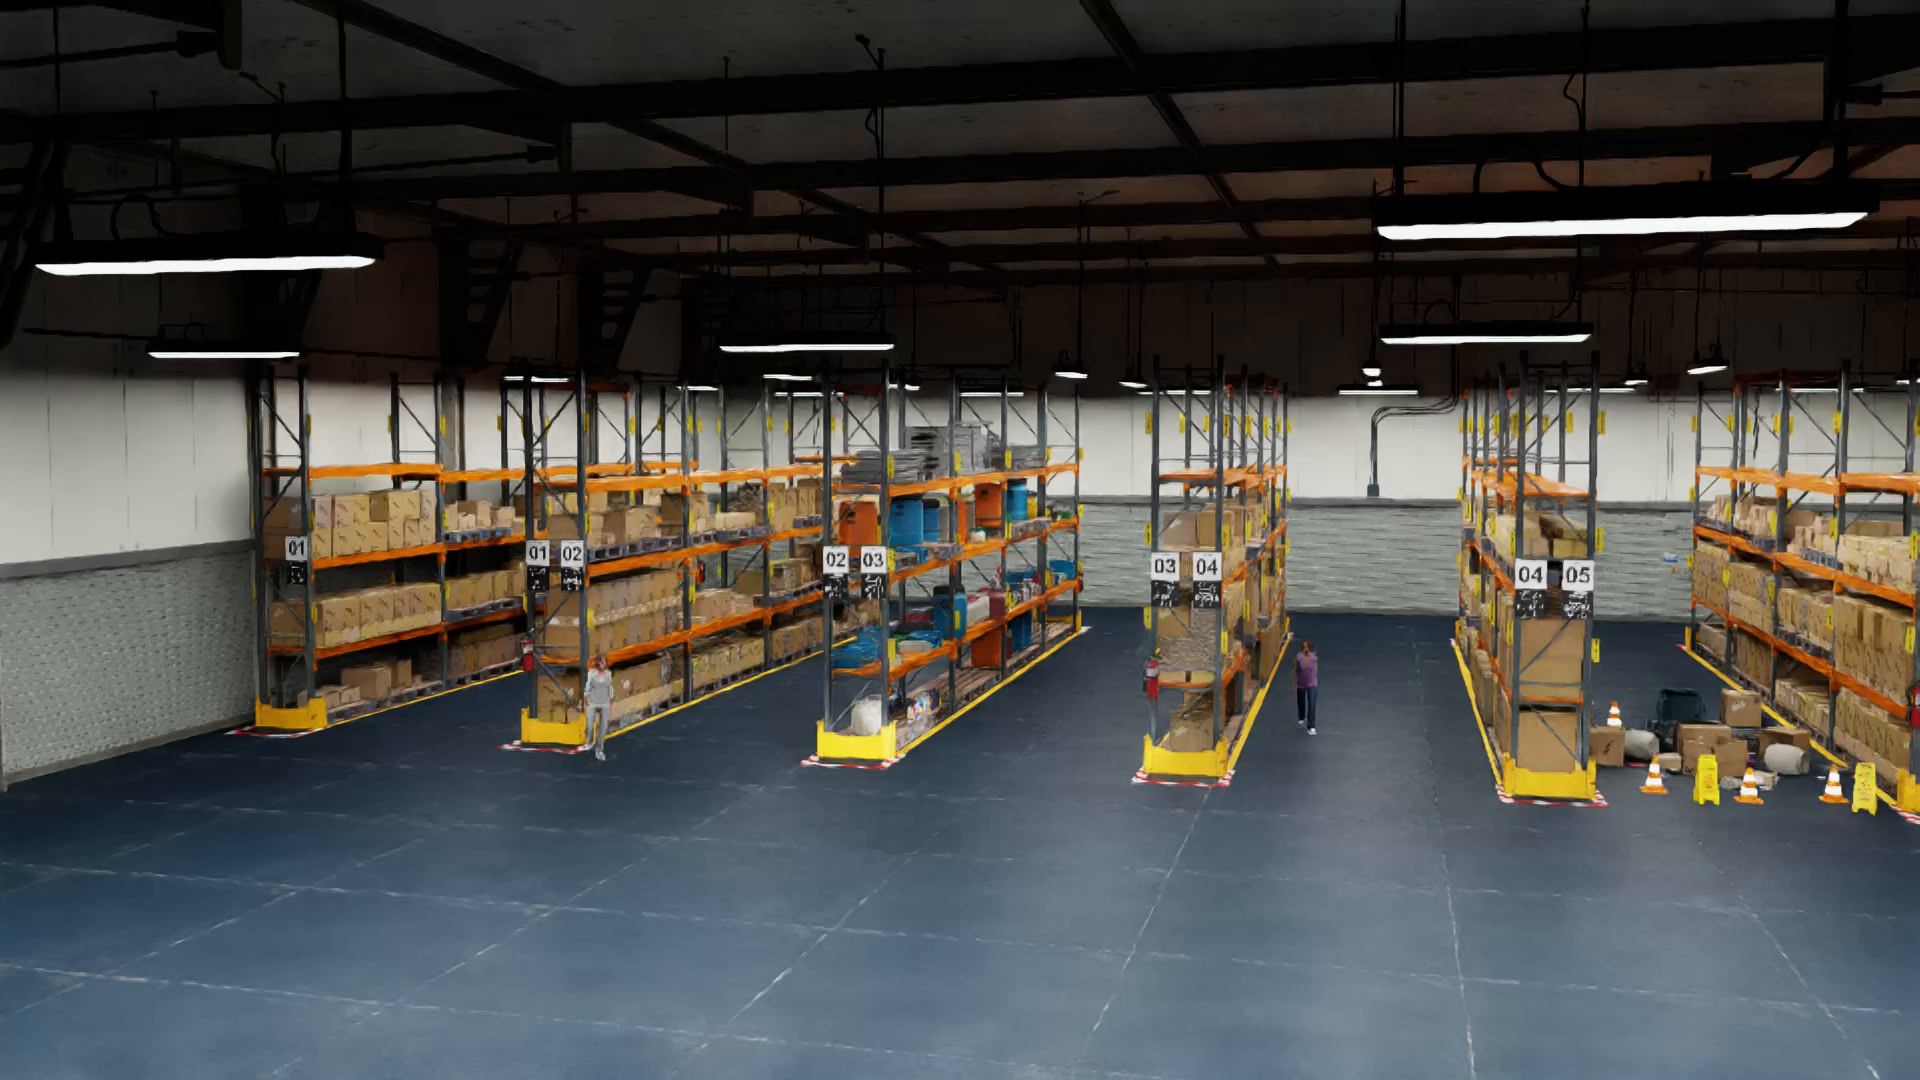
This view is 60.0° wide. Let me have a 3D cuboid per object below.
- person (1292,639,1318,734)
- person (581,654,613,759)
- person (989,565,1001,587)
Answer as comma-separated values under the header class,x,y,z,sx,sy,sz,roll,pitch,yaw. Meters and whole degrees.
class,x,y,z,sx,sy,sz,roll,pitch,yaw
person,5.629,2.357,27.118,0.419,1.514,1.038,1,4,12
person,-5.465,2.487,25.042,0.469,1.588,0.500,-2,4,-24
person,0.991,1.437,39.225,0.677,1.740,0.551,1,4,14
